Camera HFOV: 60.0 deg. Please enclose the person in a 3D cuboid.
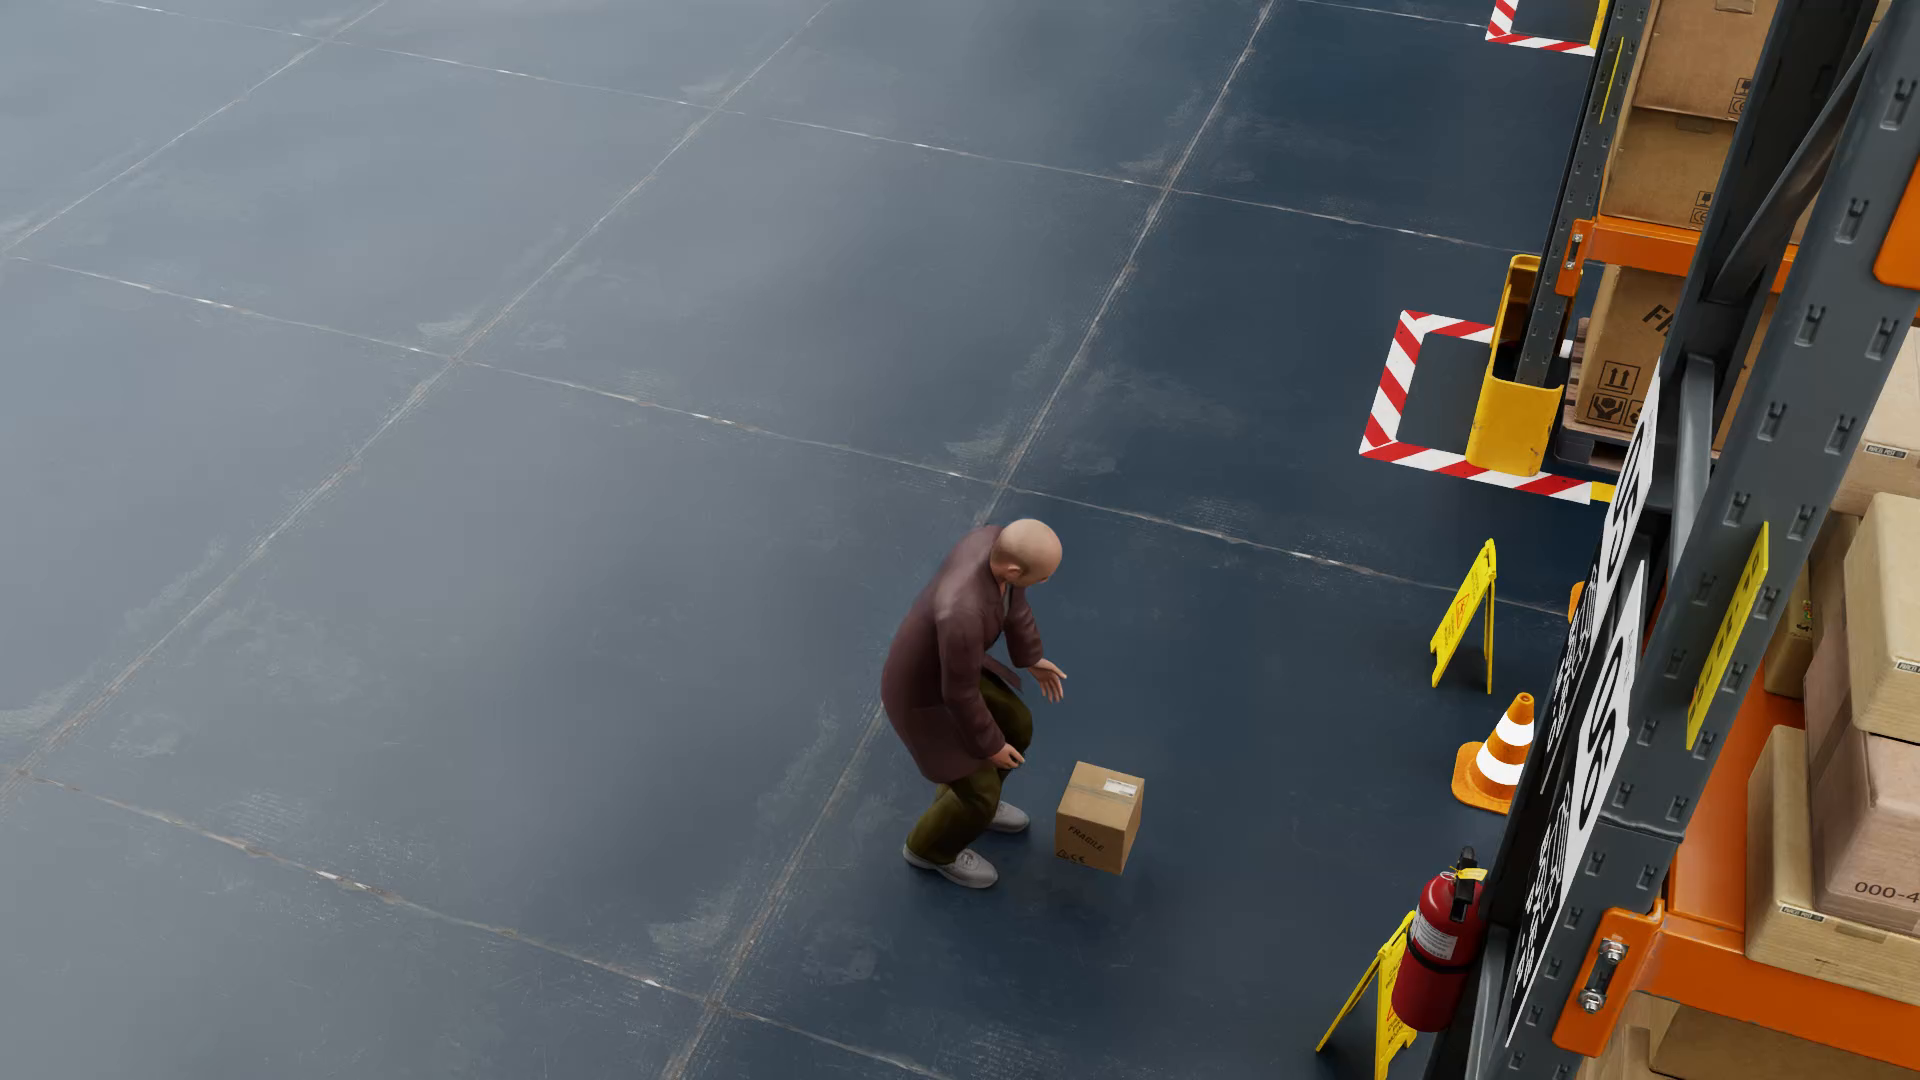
[{"bbox_3d":[0.038,0.514,5.732,0.588,1.582,0.623,14,43,15],"label":"person"}]
